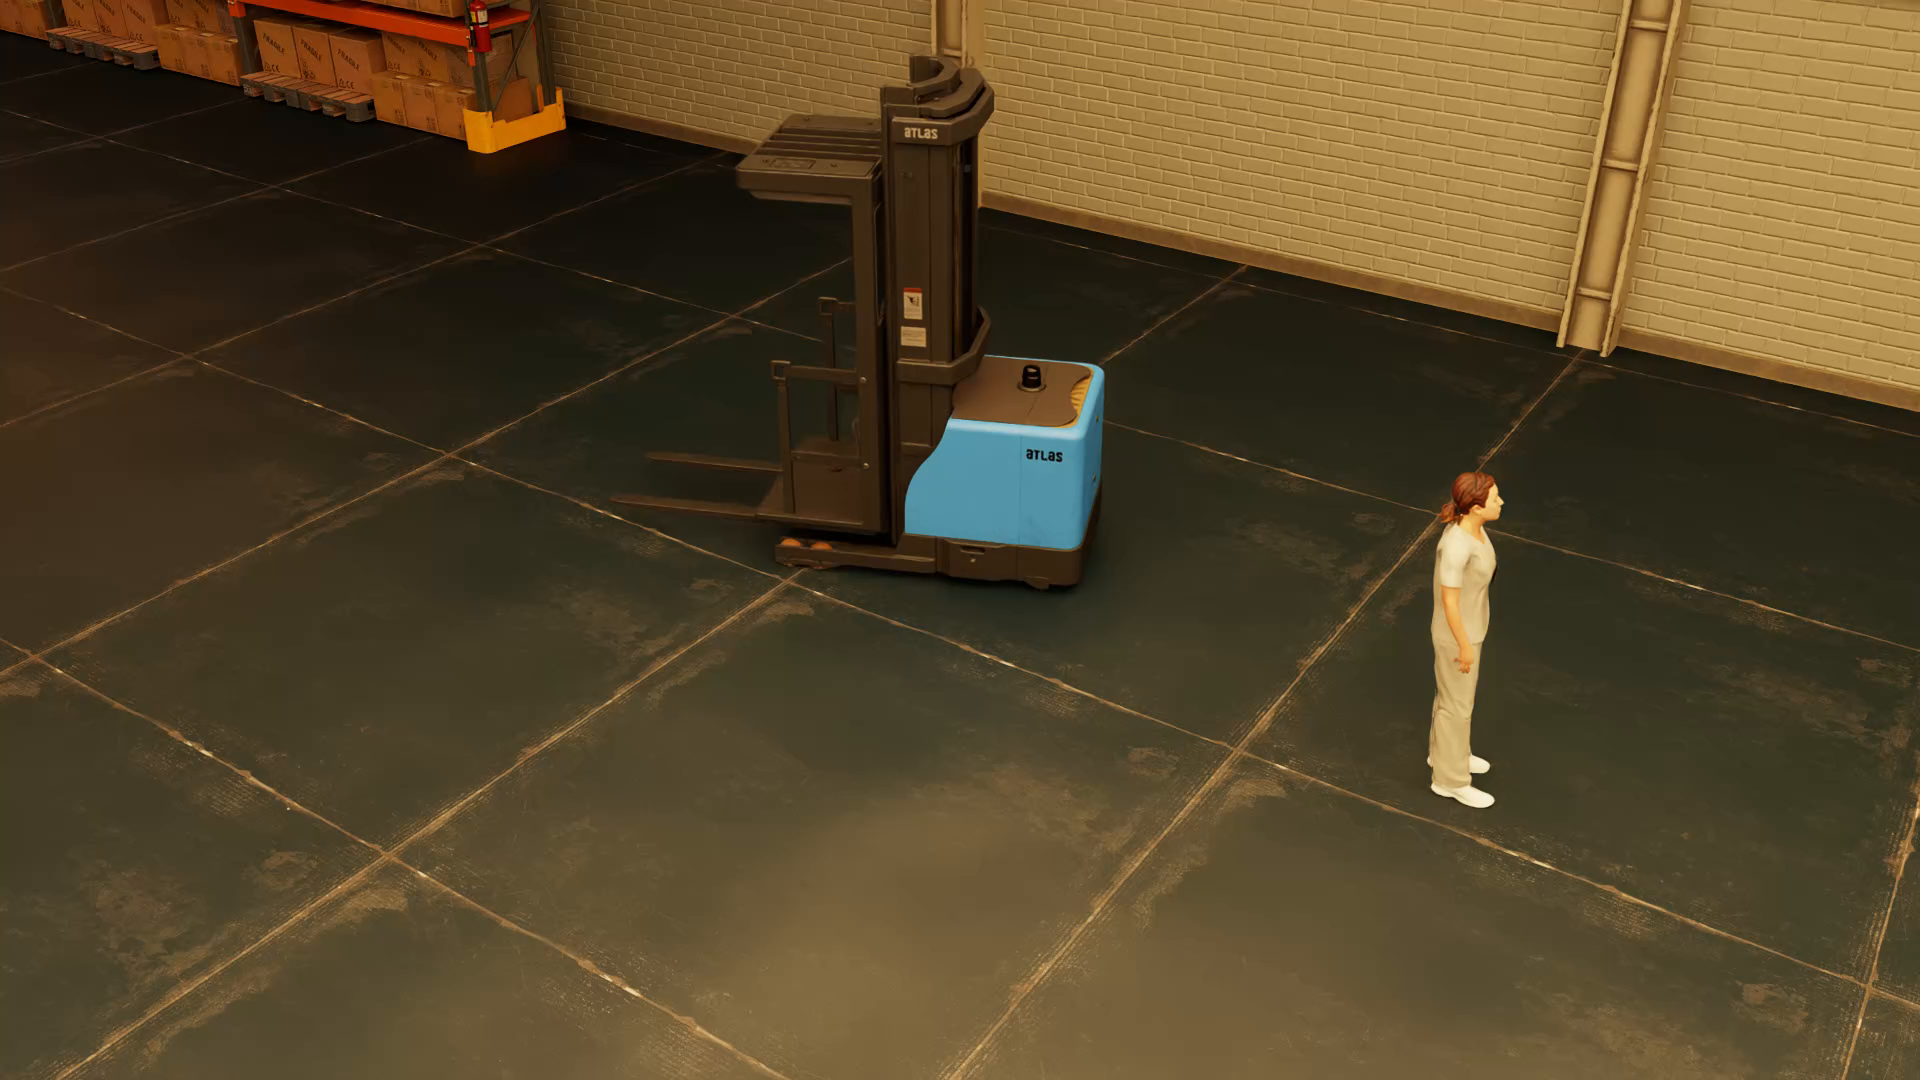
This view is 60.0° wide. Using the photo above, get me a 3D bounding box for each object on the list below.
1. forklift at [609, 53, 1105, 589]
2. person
[{"bbox_3d":[-0.669,-1.338,9.885,3.031,2.935,1.130,6,31,10],"label":"forklift"},{"bbox_3d":[2.479,0.453,8.055,0.512,1.684,0.526,12,32,19],"label":"person"}]
